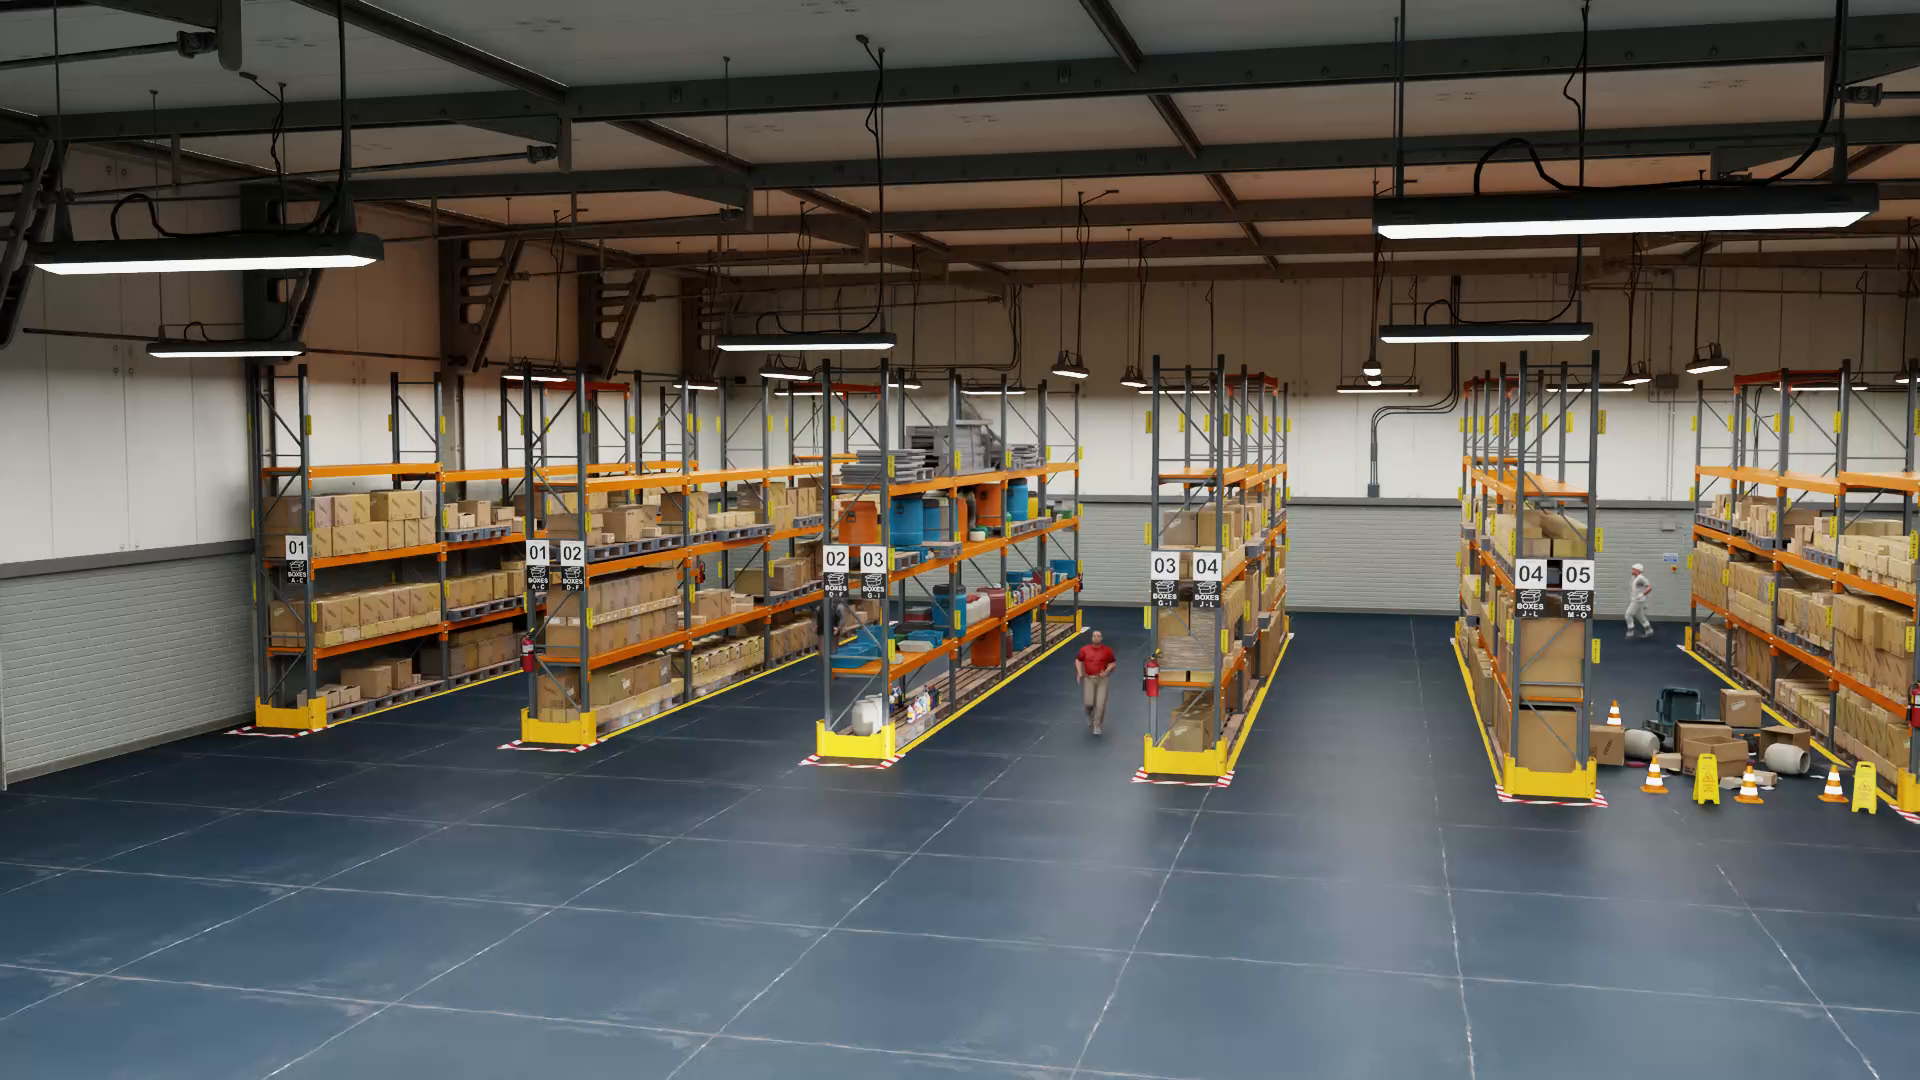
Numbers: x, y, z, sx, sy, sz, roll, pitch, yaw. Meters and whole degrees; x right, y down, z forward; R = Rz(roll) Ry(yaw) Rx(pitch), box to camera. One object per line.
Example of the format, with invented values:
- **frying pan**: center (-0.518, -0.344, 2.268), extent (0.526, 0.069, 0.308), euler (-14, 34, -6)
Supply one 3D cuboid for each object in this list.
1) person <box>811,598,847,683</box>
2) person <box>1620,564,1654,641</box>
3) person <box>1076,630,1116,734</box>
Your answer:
- **person**: center (-2.421, 1.770, 30.513), extent (0.657, 1.686, 0.560), euler (0, 4, 7)
- **person**: center (15.708, 1.463, 38.517), extent (0.776, 1.841, 0.651), euler (1, 4, 14)
- **person**: center (2.198, 2.304, 26.942), extent (0.658, 1.682, 0.592), euler (0, 4, 5)
